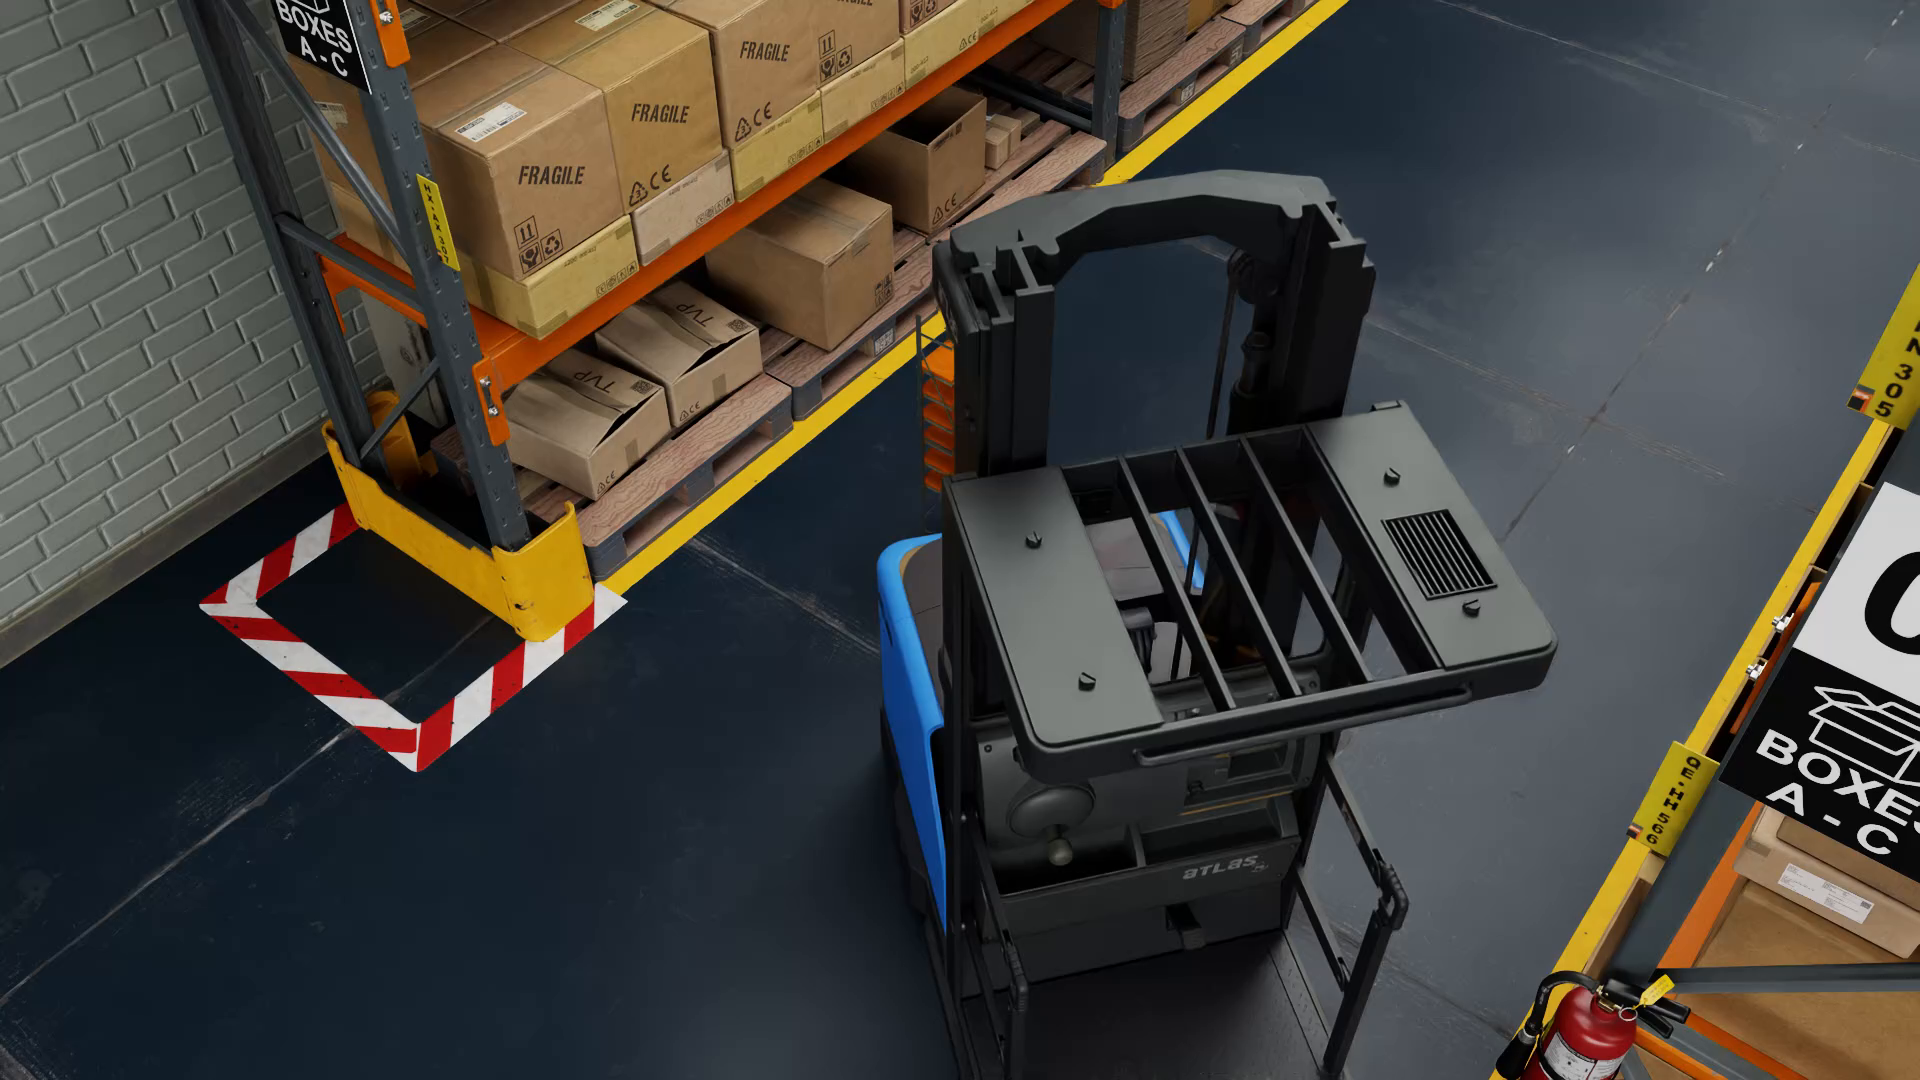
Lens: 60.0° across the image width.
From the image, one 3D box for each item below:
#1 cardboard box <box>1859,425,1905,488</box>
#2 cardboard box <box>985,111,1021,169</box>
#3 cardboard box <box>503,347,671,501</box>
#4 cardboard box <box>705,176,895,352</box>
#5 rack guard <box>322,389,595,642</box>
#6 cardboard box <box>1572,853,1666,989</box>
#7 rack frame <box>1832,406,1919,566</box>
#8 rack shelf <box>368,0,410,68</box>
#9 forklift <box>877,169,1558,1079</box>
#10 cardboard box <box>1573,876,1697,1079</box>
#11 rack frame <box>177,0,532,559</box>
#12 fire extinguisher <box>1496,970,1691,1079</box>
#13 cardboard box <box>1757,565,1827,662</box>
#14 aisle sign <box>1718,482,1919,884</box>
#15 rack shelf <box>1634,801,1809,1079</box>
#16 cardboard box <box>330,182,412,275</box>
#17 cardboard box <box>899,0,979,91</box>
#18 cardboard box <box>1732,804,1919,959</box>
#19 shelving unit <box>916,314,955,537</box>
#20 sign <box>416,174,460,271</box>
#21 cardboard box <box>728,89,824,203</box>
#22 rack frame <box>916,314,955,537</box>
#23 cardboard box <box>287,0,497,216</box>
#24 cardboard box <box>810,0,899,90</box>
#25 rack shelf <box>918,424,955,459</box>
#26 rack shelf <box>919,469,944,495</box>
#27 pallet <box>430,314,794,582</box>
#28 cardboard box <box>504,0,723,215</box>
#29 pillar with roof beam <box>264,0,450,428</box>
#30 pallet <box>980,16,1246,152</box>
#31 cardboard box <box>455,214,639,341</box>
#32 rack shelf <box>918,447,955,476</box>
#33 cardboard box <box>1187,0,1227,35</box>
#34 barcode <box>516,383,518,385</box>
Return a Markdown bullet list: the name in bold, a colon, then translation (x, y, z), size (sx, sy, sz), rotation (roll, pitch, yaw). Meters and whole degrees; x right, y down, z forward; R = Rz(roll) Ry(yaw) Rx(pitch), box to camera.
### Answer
- **cardboard box**: translation (3.480, -0.067, 5.997), size (0.500, 0.500, 0.500), rotation (29, 53, 25)
- **cardboard box**: translation (0.085, -2.071, 8.474), size (0.380, 0.166, 0.250), rotation (23, 50, 20)
- **cardboard box**: translation (-1.563, -0.508, 6.880), size (0.500, 0.311, 0.500), rotation (24, 51, 21)
- **cardboard box**: translation (-0.726, -1.297, 7.504), size (0.700, 0.500, 0.500), rotation (26, 52, 23)
- **rack guard**: translation (-2.011, -0.108, 6.673), size (1.175, 0.500, 0.348), rotation (29, 53, 25)
- **cardboard box**: translation (2.255, 1.335, 5.176), size (0.500, 0.250, 0.500), rotation (29, 53, 25)
- **rack frame**: translation (1.865, -0.813, 1.468), size (1.000, 3.000, 0.127), rotation (29, 53, 25)
- **rack shelf**: translation (-0.834, -2.860, 5.996), size (1.077, 0.370, 4.000), rotation (29, 53, 25)
- **forklift**: translation (0.558, 0.694, 4.224), size (1.130, 2.935, 3.031), rotation (-10, 47, -9)
- **cardboard box**: translation (1.957, 1.367, 4.627), size (0.500, 0.500, 0.500), rotation (29, 53, 25)
- **rack frame**: translation (-2.057, -0.928, 5.727), size (1.000, 3.000, 0.127), rotation (29, 53, 25)
- **fire extinguisher**: translation (1.425, 1.149, 3.797), size (0.296, 0.674, 0.183), rotation (29, 53, 25)
- **cardboard box**: translation (2.864, 0.503, 5.453), size (0.500, 0.500, 0.500), rotation (29, 53, 25)
- **aisle sign**: translation (1.592, 0.269, 2.785), size (0.394, 0.787, 0.004), rotation (29, 53, 25)
- **rack shelf**: translation (3.088, 0.364, 4.990), size (1.077, 0.370, 4.000), rotation (29, 53, 25)
- **cardboard box**: translation (-1.925, -1.237, 6.111), size (0.500, 0.250, 0.500), rotation (30, 53, 25)
- **cardboard box**: translation (-0.268, -2.191, 7.023), size (0.500, 0.250, 0.500), rotation (29, 53, 25)
- **cardboard box**: translation (1.948, 0.698, 3.656), size (0.380, 0.149, 0.250), rotation (28, 53, 24)
- **shelving unit**: translation (-0.009, -0.406, 6.473), size (0.258, 1.200, 0.189), rotation (29, 53, 25)
- **sign**: translation (-1.628, -0.988, 5.185), size (0.100, 0.325, 0.005), rotation (29, 53, 25)
- **cardboard box**: translation (-0.885, -1.615, 6.473), size (0.500, 0.250, 0.500), rotation (28, 53, 24)
- **rack frame**: translation (-0.065, -0.354, 6.423), size (0.240, 1.200, 0.006), rotation (29, 53, 25)
- **cardboard box**: translation (-1.937, -1.506, 5.850), size (0.500, 0.500, 0.500), rotation (29, 53, 25)
- **cardboard box**: translation (-0.590, -2.155, 6.470), size (0.500, 0.500, 0.500), rotation (31, 54, 26)
- **rack shelf**: translation (-0.009, -0.375, 6.505), size (0.258, 0.103, 0.180), rotation (29, 53, 25)
- **rack shelf**: translation (-0.009, -0.210, 6.679), size (0.258, 0.103, 0.180), rotation (29, 53, 25)
- **pallet**: translation (-1.486, -0.458, 7.206), size (1.003, 0.211, 1.213), rotation (29, 53, 25)
- **cardboard box**: translation (-1.217, -1.561, 5.903), size (0.500, 0.500, 0.500), rotation (29, 53, 25)
- **pillar with roof beam**: translation (1.093, -1.880, 2.488), size (9.100, 9.000, 0.400), rotation (29, 53, 25)
- **pallet**: translation (0.863, -2.700, 9.348), size (1.003, 0.211, 1.213), rotation (29, 53, 25)
- **cardboard box**: translation (-1.508, -1.022, 5.907), size (0.500, 0.250, 0.500), rotation (28, 52, 24)
- **rack shelf**: translation (-0.009, -0.293, 6.592), size (0.258, 0.103, 0.180), rotation (29, 53, 25)
- **cardboard box**: translation (1.101, -3.252, 9.371), size (0.700, 0.500, 0.500), rotation (28, 52, 24)
- **barcode**: translation (-1.868, -0.698, 7.056), size (0.001, 0.075, 0.075), rotation (29, 53, 25)
